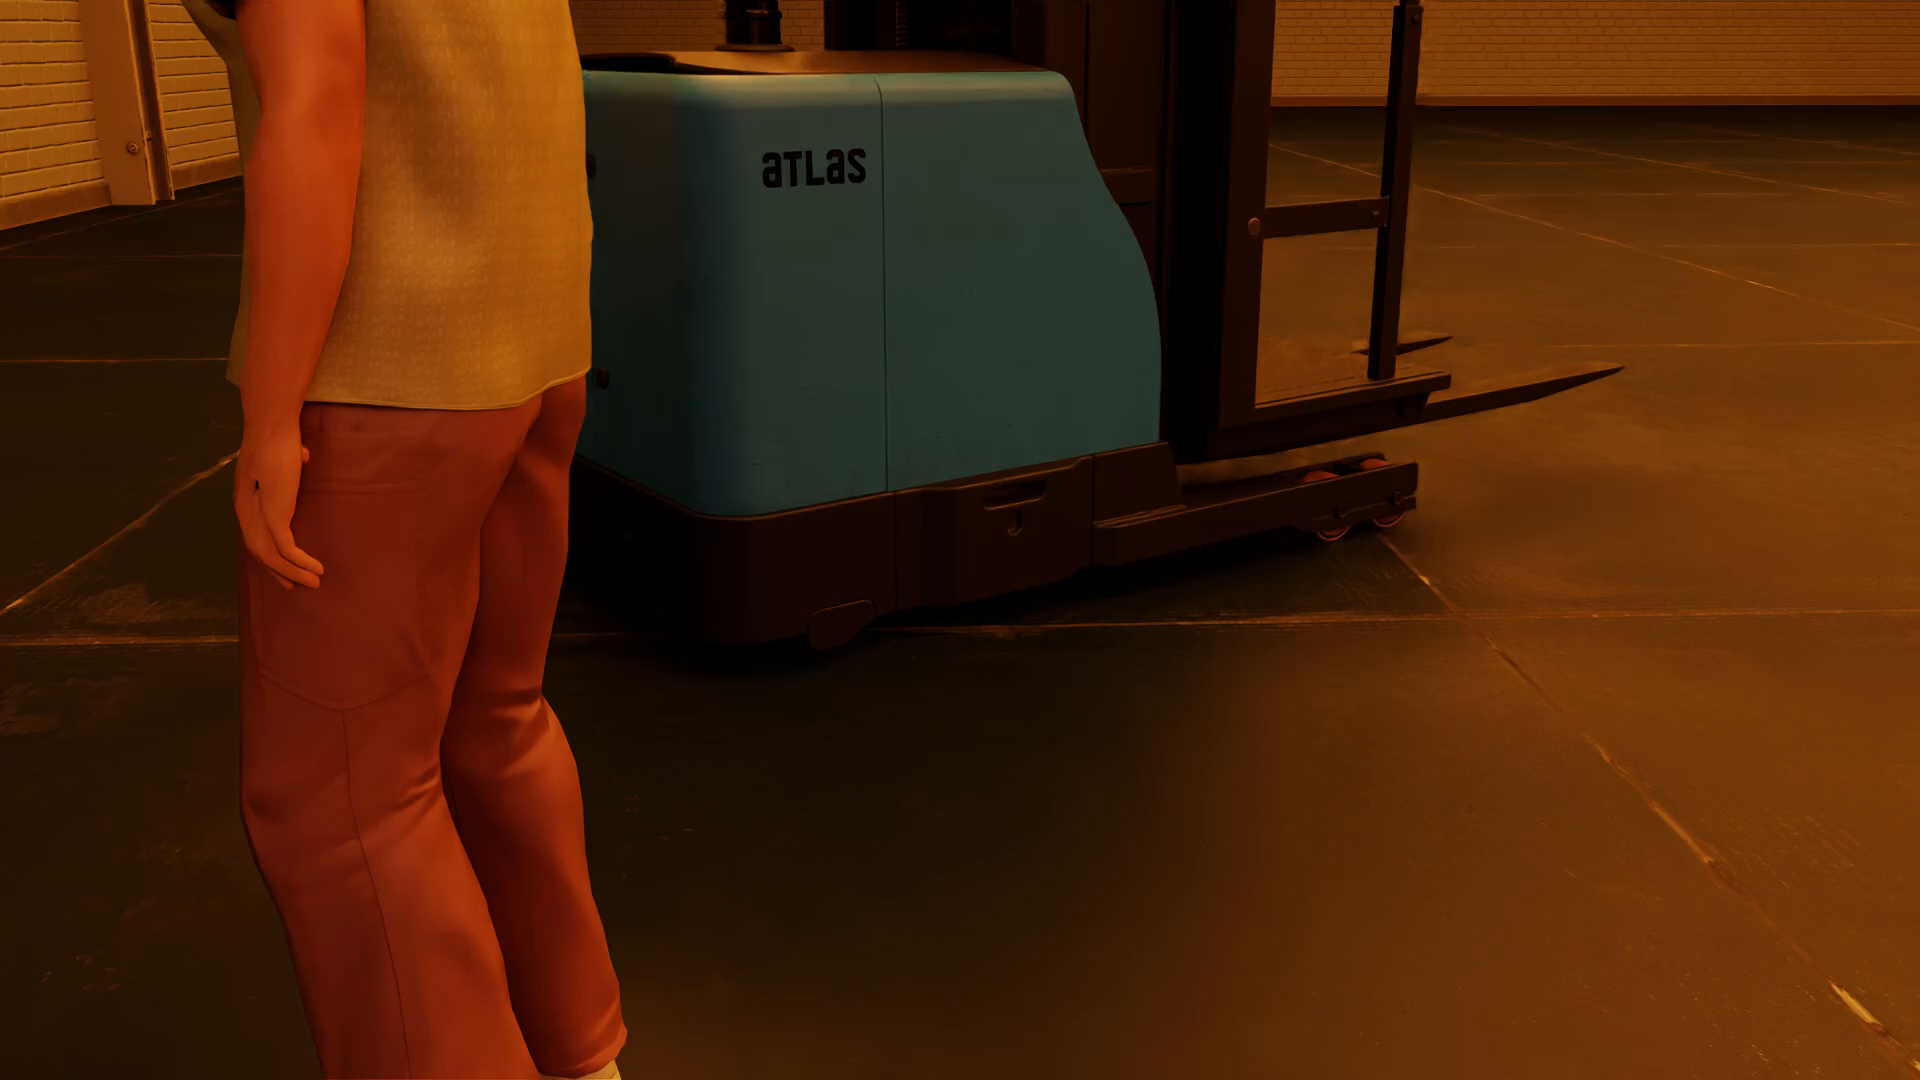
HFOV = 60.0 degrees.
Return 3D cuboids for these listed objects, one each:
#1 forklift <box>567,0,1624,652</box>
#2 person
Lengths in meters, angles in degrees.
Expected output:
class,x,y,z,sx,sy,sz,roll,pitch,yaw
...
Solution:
class,x,y,z,sx,sy,sz,roll,pitch,yaw
forklift,0.493,-1.511,3.848,3.031,2.935,1.130,-12,21,-34
person,-0.514,-0.130,1.489,0.360,1.671,0.507,3,17,9
